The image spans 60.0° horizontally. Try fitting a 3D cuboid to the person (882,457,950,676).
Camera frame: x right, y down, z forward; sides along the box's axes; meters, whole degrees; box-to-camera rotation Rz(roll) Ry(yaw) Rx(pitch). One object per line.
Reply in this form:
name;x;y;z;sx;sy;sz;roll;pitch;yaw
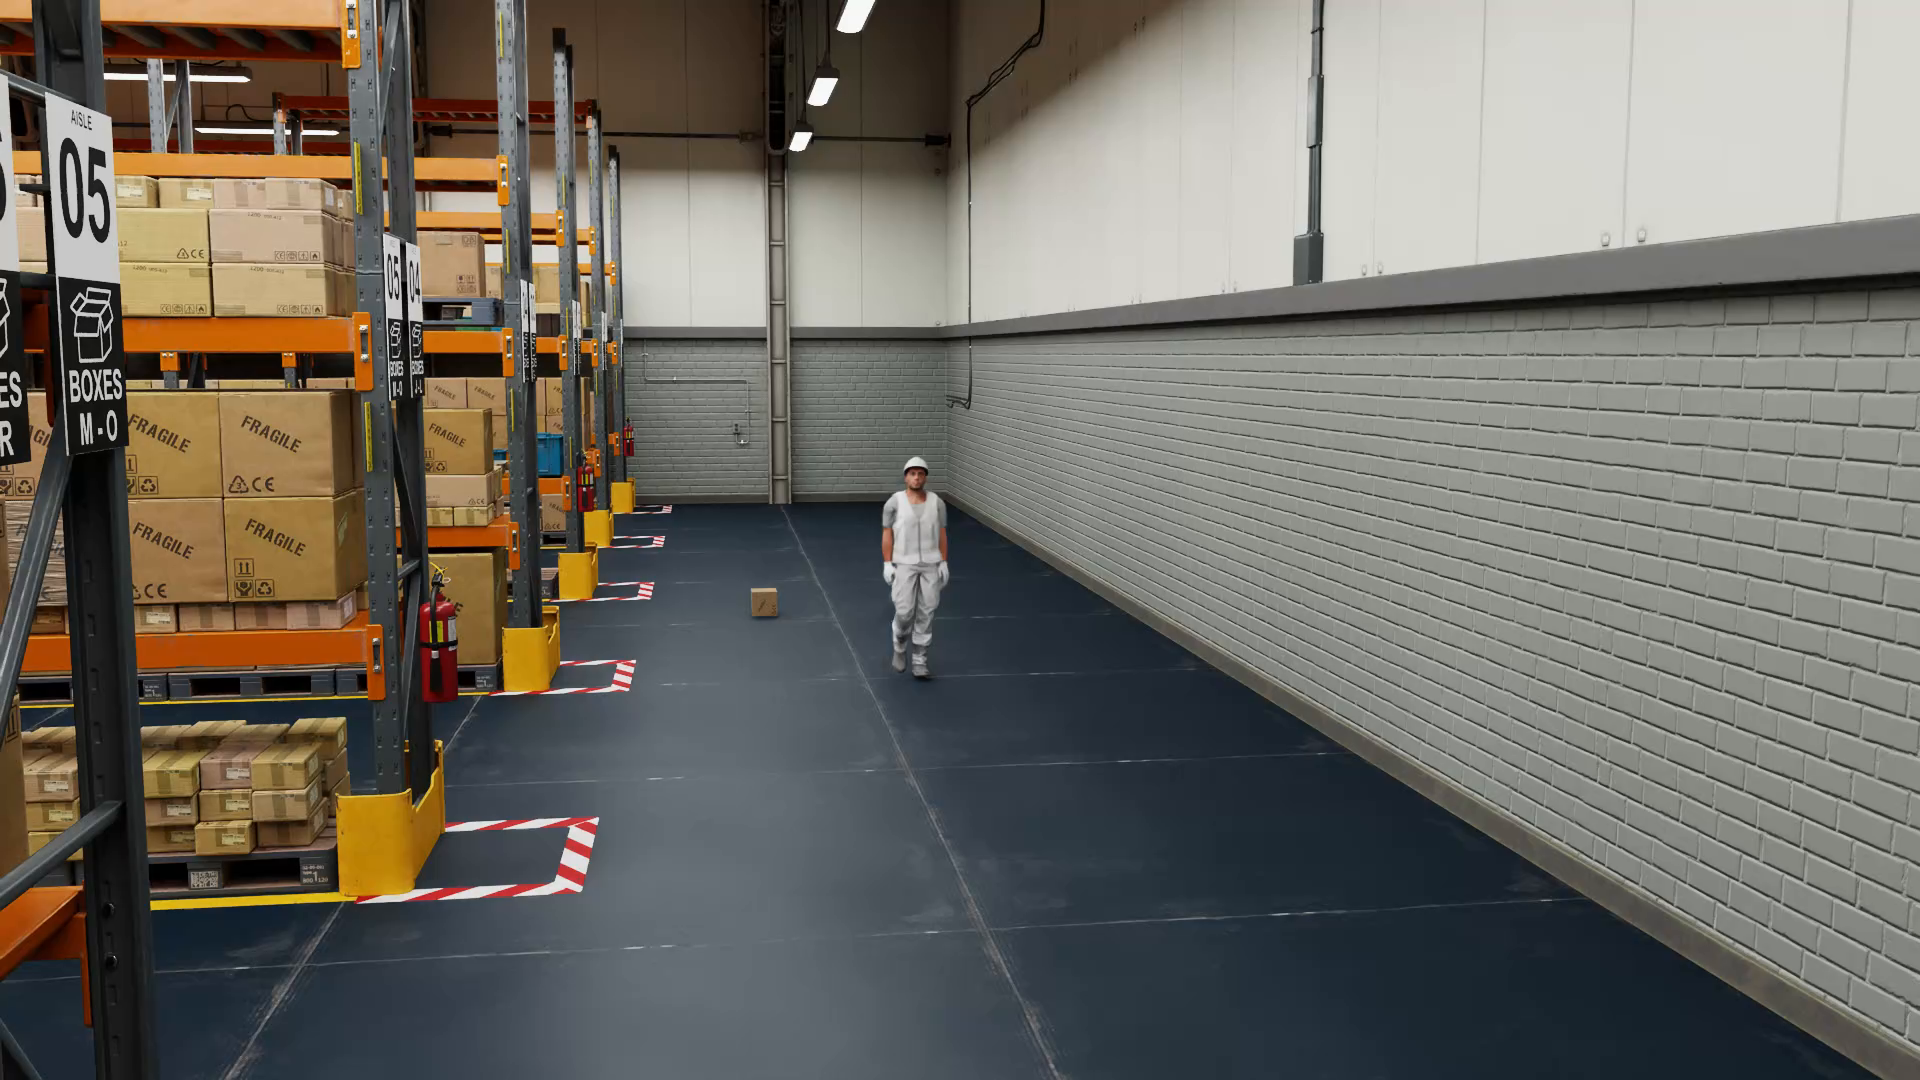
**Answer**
person;-0.349;0.220;13.439;0.526;1.780;0.481;-2;7;-14
